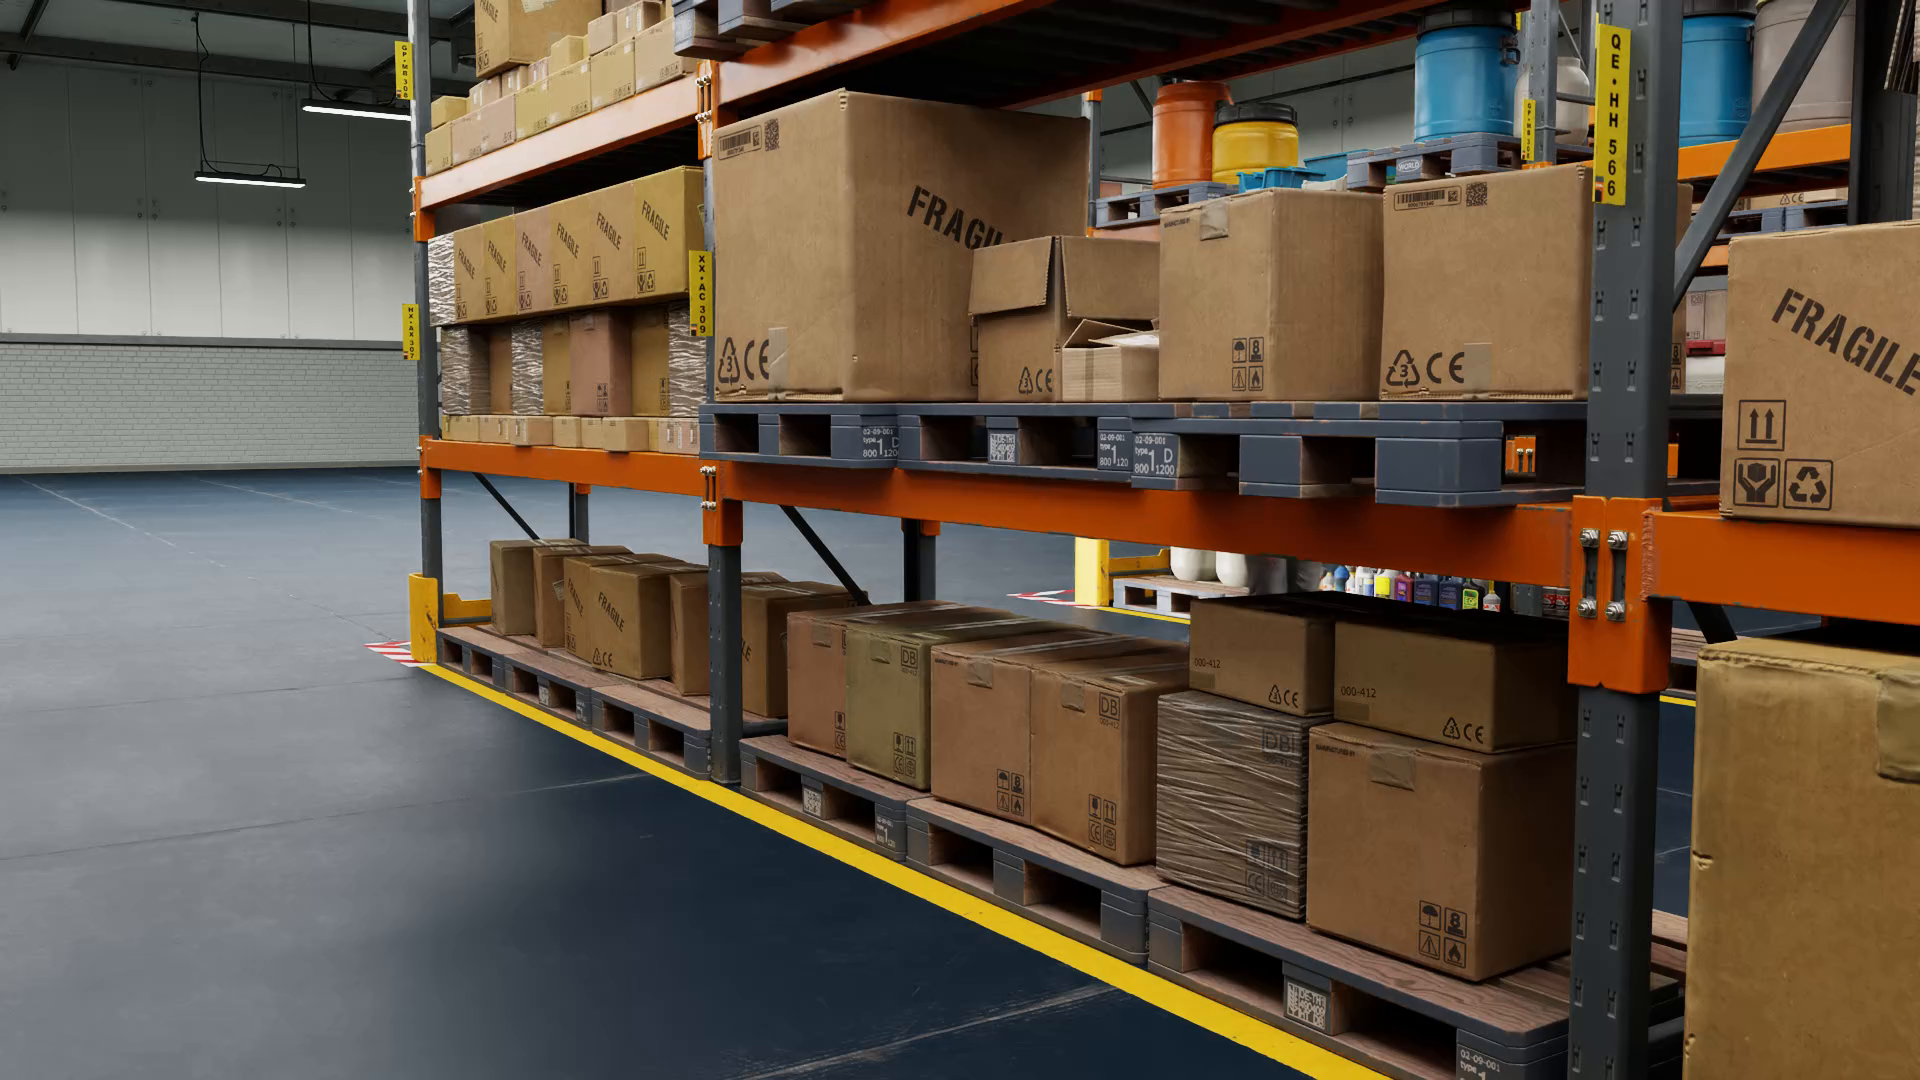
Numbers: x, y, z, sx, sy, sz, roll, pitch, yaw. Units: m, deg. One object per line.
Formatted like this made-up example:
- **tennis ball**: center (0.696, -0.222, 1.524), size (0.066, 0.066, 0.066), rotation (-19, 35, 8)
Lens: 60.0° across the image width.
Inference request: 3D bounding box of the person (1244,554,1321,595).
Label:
- **person**: center (1.606, -0.051, 8.274), size (0.572, 1.781, 0.356), rotation (-3, 5, -32)
